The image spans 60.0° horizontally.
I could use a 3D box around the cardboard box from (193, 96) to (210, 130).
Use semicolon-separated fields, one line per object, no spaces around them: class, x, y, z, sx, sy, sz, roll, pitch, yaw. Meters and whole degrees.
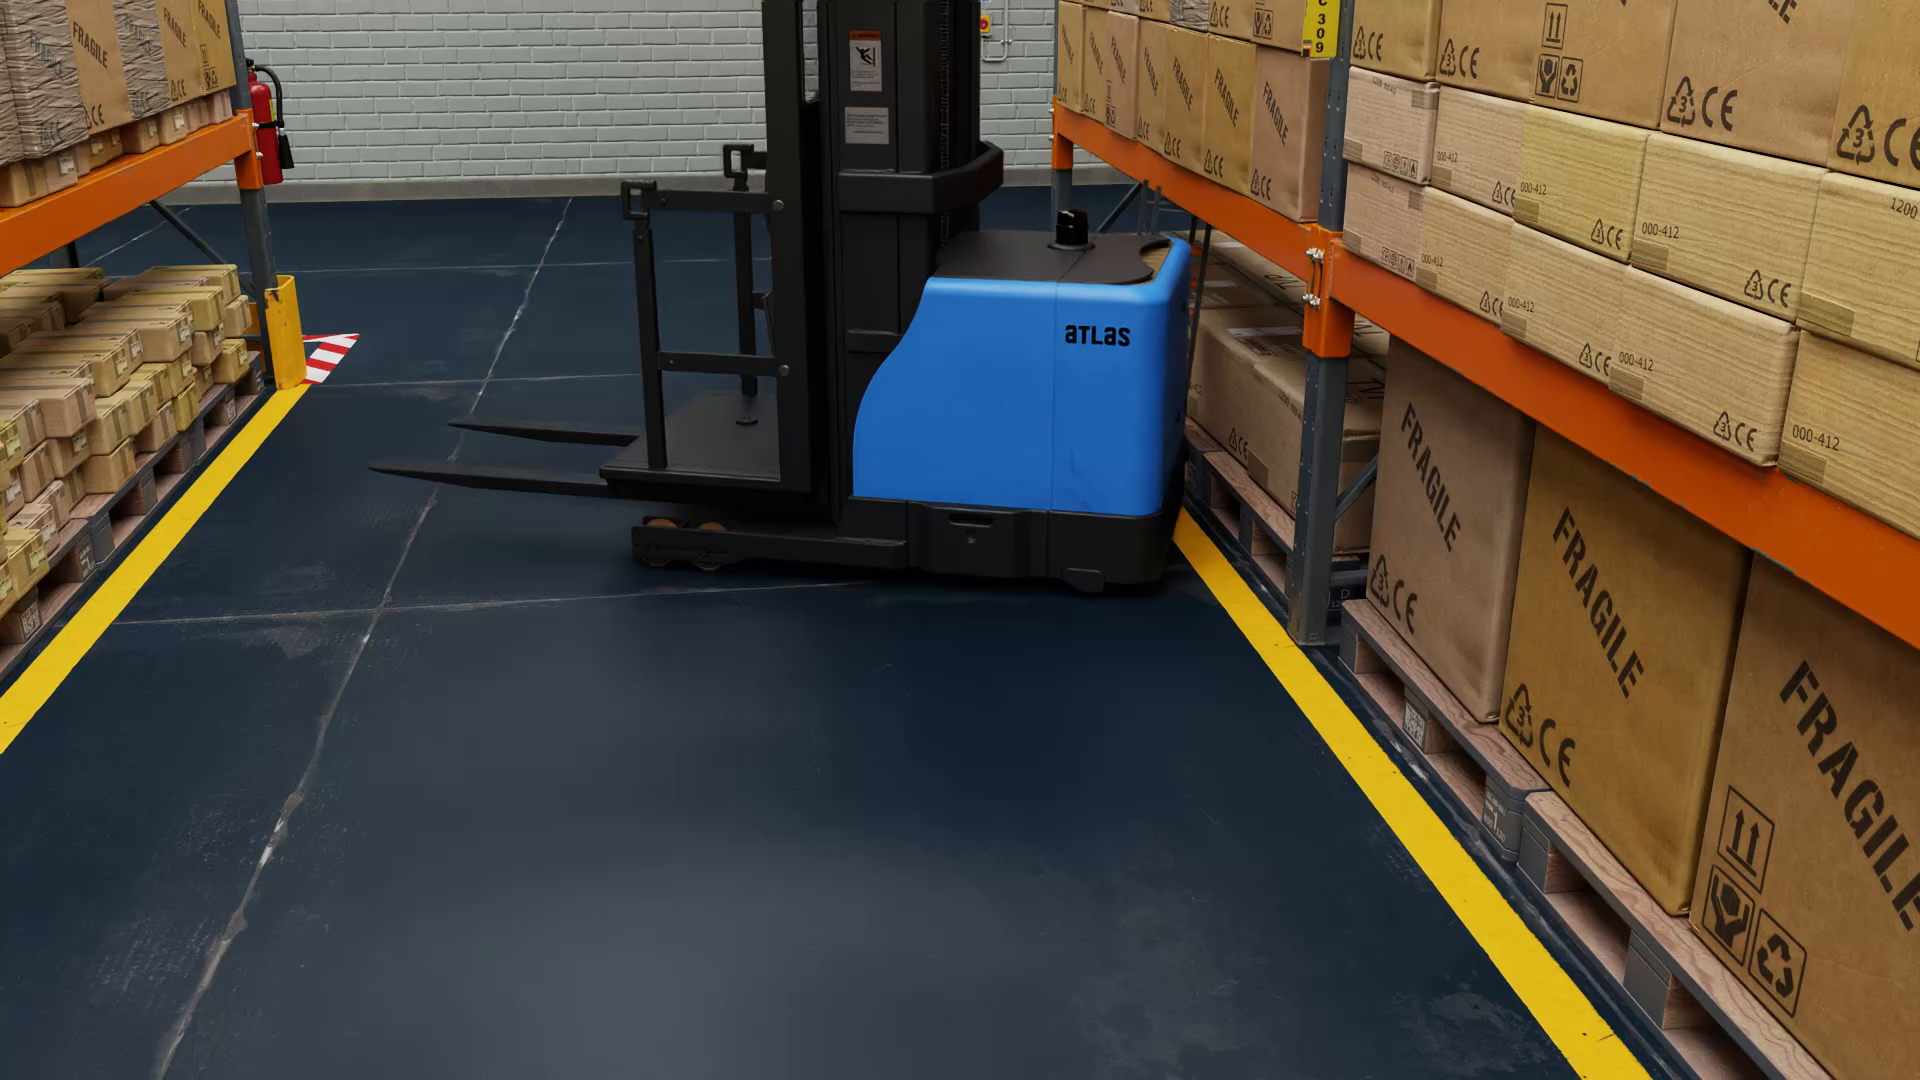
cardboard box;-3.572;-1.901;7.377;0.380;0.149;0.250;-3;21;-8

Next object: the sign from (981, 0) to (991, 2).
sign;0.094;-4.586;13.822;0.327;0.218;0.001;-3;21;-8

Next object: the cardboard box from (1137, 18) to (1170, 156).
cardboard box;1.016;-1.833;6.693;0.500;0.500;0.500;-2;21;-6

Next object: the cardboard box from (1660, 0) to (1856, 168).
cardboard box;1.594;-0.926;2.836;0.500;0.500;0.500;-3;21;-9

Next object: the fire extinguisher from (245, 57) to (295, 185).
fire extinguisher;-3.477;-2.105;8.208;0.296;0.674;0.183;-3;21;-8

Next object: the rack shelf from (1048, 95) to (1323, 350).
rack shelf;1.275;-1.460;6.867;1.077;0.370;4.000;-3;21;-8

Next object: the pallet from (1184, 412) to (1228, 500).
pallet;1.352;-0.489;7.224;1.003;0.211;1.213;-3;21;-8

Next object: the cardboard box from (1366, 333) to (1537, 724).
cardboard box;1.732;-0.096;4.621;0.875;0.875;0.875;-2;21;-6

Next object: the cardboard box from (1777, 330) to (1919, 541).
cardboard box;1.664;-0.163;2.579;0.500;0.250;0.500;-3;21;-8

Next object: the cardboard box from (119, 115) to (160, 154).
cardboard box;-3.452;-1.635;6.665;0.380;0.149;0.250;-4;21;-10

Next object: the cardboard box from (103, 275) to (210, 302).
cardboard box;-3.591;-1.085;7.457;0.380;0.149;0.250;-3;21;-7

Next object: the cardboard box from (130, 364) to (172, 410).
cardboard box;-3.356;-0.589;6.556;0.380;0.149;0.250;-2;21;-5

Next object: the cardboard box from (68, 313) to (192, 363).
cardboard box;-3.359;-0.818;6.744;0.380;0.149;0.250;-2;21;-6

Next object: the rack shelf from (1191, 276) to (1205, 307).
rack shelf;0.814;-0.996;6.579;0.258;0.103;0.180;2;19;-11

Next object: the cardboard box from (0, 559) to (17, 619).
cardboard box;-3.055;0.176;4.931;0.380;0.149;0.250;-4;21;-10

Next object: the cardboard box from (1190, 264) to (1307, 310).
cardboard box;1.321;-0.946;7.524;0.875;0.438;0.875;-2;21;-6

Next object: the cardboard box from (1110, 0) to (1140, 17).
cardboard box;0.937;-2.468;6.965;0.500;0.500;0.500;-3;21;-8

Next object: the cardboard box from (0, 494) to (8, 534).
cardboard box;-3.181;-0.045;5.100;0.380;0.149;0.250;-3;21;-7

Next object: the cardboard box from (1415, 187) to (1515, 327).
cardboard box;1.442;-0.690;3.990;0.500;0.250;0.500;-3;21;-9

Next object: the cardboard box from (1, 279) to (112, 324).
cardboard box;-3.999;-1.057;7.383;0.380;0.149;0.250;-3;21;-7

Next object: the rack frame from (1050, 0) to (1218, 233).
rack frame;0.987;-2.490;8.595;1.000;3.000;0.127;-3;21;-8

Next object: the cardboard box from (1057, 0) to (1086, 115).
cardboard box;0.772;-2.356;8.094;0.500;0.500;0.500;-3;21;-8

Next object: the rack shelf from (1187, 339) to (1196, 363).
rack shelf;0.791;-0.771;6.658;0.258;0.103;0.180;2;19;-11

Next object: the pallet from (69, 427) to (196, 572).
pallet;-3.631;-0.168;6.364;1.003;0.211;1.213;-3;21;-8

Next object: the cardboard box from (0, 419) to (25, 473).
cardboard box;-3.231;-0.273;5.285;0.380;0.149;0.250;-3;21;-9

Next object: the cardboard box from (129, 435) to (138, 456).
cardboard box;-3.396;-0.358;6.362;0.380;0.149;0.250;-2;21;-6

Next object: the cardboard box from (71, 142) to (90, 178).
cardboard box;-3.360;-1.361;5.932;0.380;0.149;0.250;-2;21;-6

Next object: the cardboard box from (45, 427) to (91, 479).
cardboard box;-3.305;-0.318;5.830;0.380;0.149;0.250;-2;21;-5

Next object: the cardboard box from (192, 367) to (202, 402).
cardboard box;-3.476;-0.630;7.090;0.380;0.149;0.250;-3;21;-7

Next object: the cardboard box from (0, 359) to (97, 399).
cardboard box;-3.368;-0.545;6.012;0.380;0.149;0.250;-4;21;-10

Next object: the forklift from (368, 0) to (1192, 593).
forklift;-0.702;-1.440;5.884;3.031;2.935;1.130;4;21;11

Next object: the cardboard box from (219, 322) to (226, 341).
cardboard box;-3.554;-0.944;7.506;0.380;0.149;0.250;-3;21;-9

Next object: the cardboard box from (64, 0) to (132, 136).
cardboard box;-3.364;-1.722;5.971;0.500;0.500;0.500;-2;21;-5

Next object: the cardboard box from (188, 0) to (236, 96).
cardboard box;-3.578;-2.249;7.382;0.500;0.500;0.500;-2;21;-7

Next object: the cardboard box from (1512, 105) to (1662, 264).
cardboard box;1.497;-0.747;3.429;0.500;0.250;0.500;-3;21;-7

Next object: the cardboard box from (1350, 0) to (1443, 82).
cardboard box;1.342;-1.453;4.248;0.500;0.500;0.500;-3;21;-7

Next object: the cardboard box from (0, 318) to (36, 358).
cardboard box;-3.941;-0.785;6.655;0.380;0.149;0.250;-2;21;-6

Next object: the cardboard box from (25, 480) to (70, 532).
cardboard box;-3.267;-0.085;5.630;0.380;0.149;0.250;-3;21;-9

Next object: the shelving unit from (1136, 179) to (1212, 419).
shelving unit;0.796;-0.812;6.643;0.258;1.200;0.189;2;19;-11

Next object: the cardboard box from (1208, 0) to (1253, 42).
cardboard box;1.157;-1.946;5.566;0.500;0.500;0.500;-3;21;-9

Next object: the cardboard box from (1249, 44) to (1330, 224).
cardboard box;1.243;-1.299;5.265;0.500;0.500;0.500;-3;21;-7

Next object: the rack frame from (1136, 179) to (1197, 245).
rack frame;0.780;-0.844;6.728;0.240;1.200;0.006;2;19;-11
